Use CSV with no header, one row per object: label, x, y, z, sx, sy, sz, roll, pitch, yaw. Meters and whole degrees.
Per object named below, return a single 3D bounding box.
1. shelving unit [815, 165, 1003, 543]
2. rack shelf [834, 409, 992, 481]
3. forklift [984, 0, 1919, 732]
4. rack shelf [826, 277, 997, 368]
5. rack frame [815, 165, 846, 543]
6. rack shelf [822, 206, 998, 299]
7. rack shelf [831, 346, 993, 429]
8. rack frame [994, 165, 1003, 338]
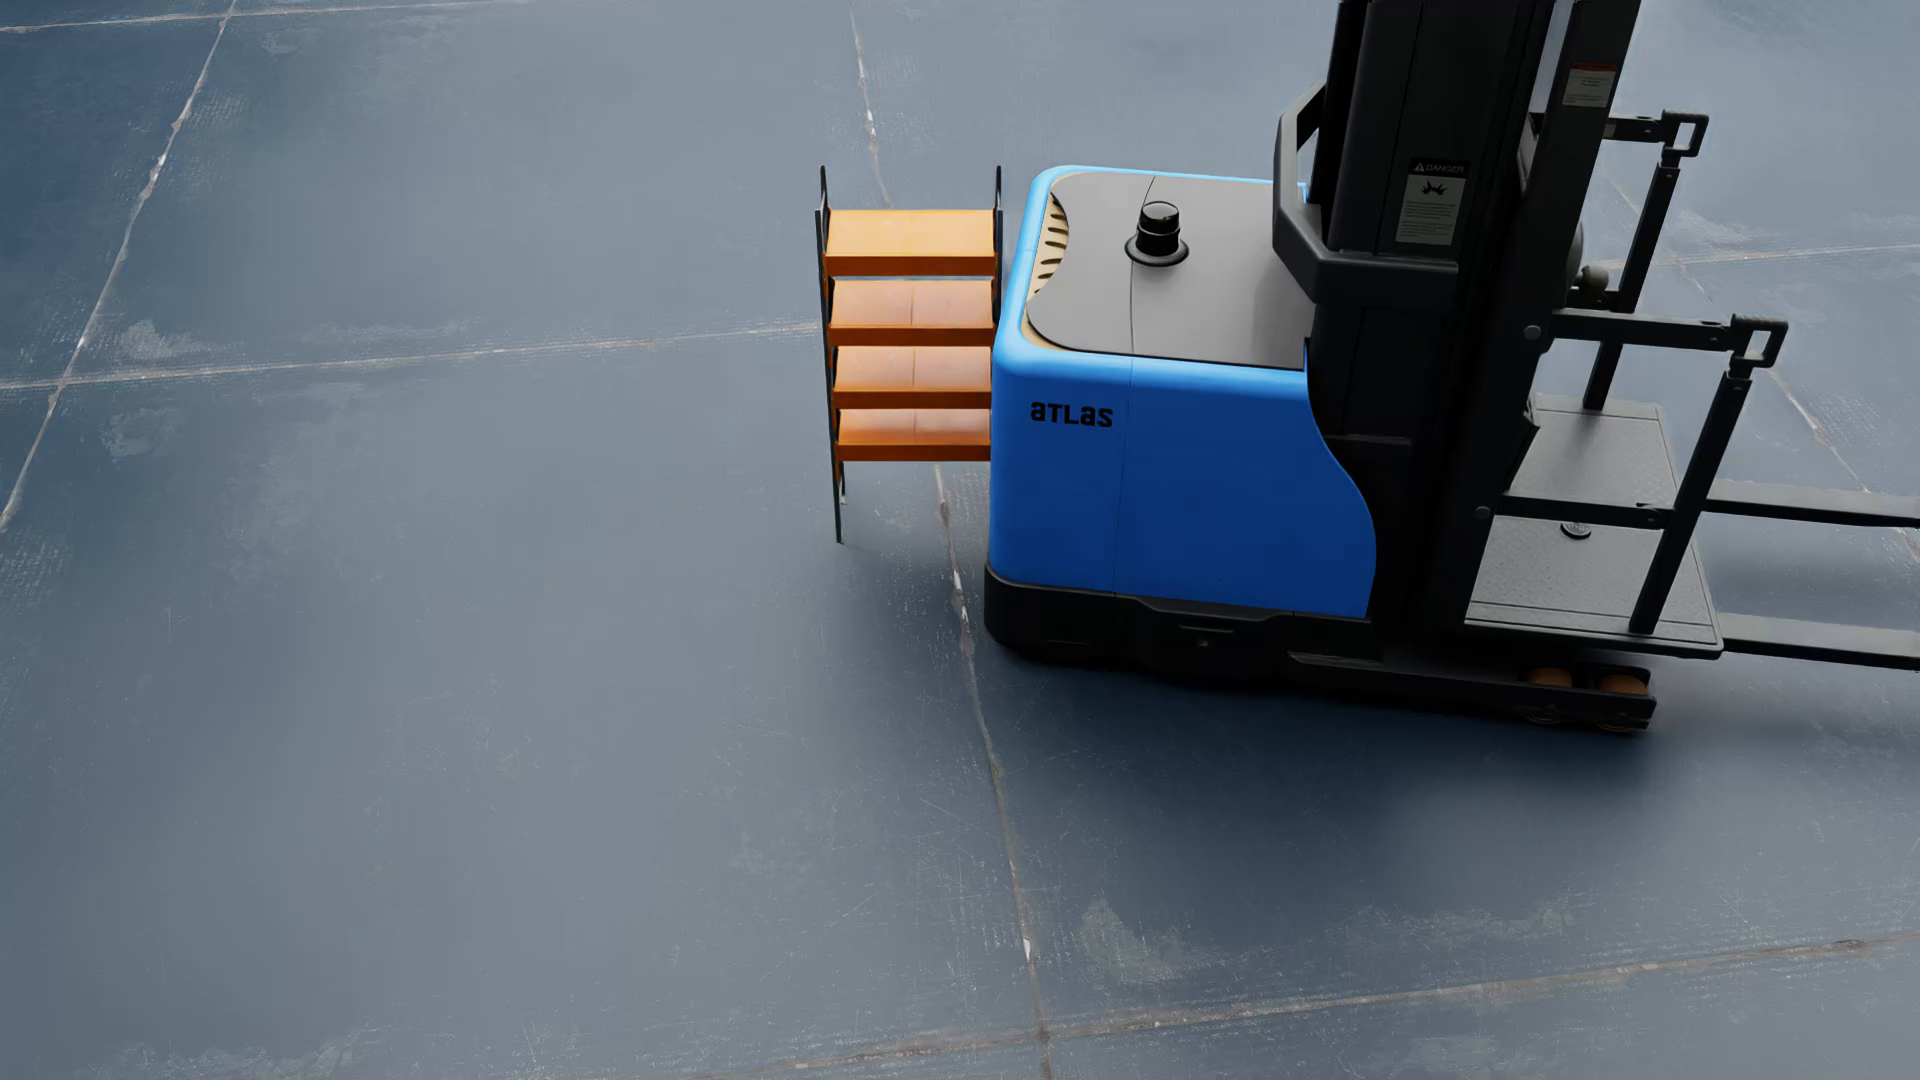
shelving unit,-0.136,-0.515,4.925,0.503,1.200,0.258,0,42,0
rack shelf,-0.136,-0.318,5.103,0.480,0.148,0.258,0,42,0
forklift,1.631,-0.935,4.099,3.031,2.935,1.130,6,42,6
rack shelf,-0.136,-0.631,4.820,0.480,0.148,0.258,0,42,0
rack frame,-0.380,-0.515,4.925,0.015,1.200,0.240,0,42,0
rack shelf,-0.136,-0.807,4.662,0.480,0.148,0.258,0,42,0
rack shelf,-0.136,-0.465,4.970,0.480,0.148,0.258,0,42,0
rack frame,0.108,-0.515,4.925,0.015,1.200,0.240,0,42,0
